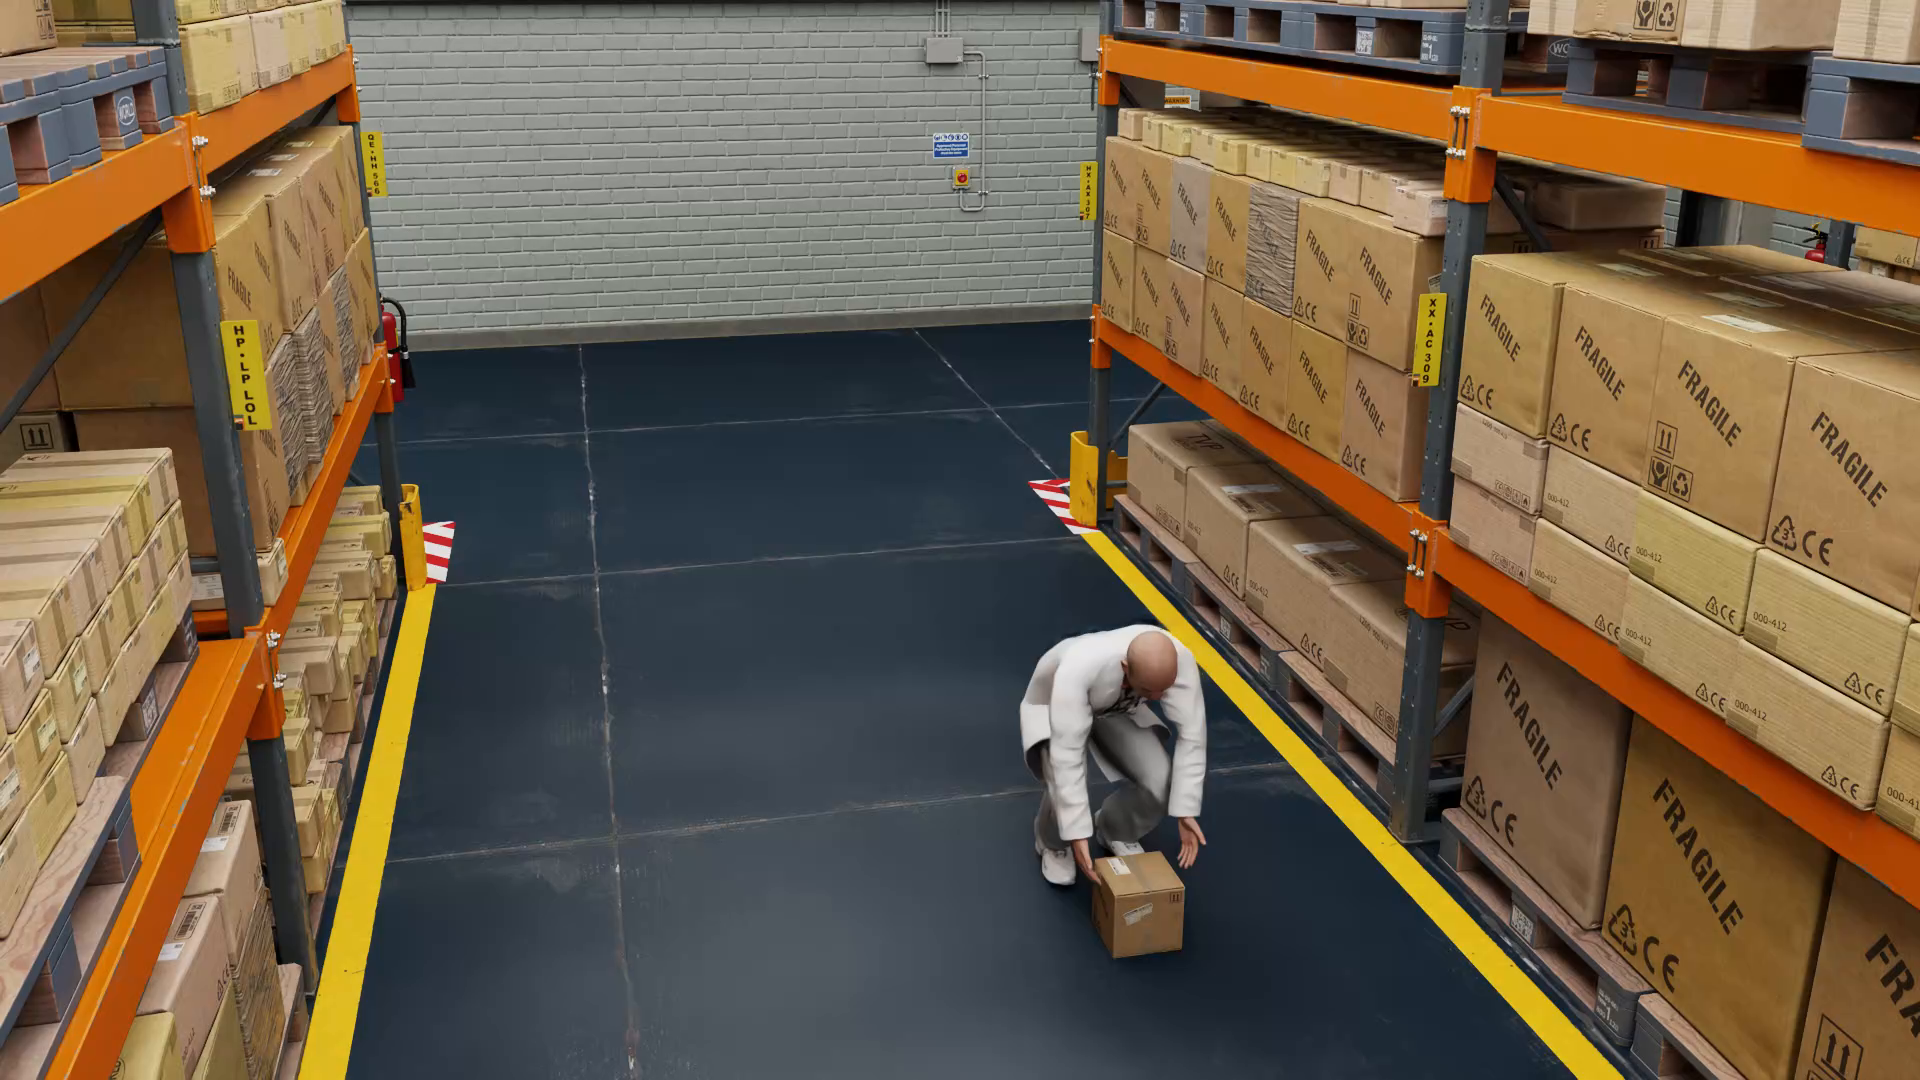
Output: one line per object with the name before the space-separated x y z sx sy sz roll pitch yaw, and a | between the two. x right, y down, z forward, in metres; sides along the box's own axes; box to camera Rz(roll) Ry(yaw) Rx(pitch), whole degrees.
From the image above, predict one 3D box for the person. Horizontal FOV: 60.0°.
person | 0.540 0.732 6.032 0.617 1.099 0.867 -4 20 -13
